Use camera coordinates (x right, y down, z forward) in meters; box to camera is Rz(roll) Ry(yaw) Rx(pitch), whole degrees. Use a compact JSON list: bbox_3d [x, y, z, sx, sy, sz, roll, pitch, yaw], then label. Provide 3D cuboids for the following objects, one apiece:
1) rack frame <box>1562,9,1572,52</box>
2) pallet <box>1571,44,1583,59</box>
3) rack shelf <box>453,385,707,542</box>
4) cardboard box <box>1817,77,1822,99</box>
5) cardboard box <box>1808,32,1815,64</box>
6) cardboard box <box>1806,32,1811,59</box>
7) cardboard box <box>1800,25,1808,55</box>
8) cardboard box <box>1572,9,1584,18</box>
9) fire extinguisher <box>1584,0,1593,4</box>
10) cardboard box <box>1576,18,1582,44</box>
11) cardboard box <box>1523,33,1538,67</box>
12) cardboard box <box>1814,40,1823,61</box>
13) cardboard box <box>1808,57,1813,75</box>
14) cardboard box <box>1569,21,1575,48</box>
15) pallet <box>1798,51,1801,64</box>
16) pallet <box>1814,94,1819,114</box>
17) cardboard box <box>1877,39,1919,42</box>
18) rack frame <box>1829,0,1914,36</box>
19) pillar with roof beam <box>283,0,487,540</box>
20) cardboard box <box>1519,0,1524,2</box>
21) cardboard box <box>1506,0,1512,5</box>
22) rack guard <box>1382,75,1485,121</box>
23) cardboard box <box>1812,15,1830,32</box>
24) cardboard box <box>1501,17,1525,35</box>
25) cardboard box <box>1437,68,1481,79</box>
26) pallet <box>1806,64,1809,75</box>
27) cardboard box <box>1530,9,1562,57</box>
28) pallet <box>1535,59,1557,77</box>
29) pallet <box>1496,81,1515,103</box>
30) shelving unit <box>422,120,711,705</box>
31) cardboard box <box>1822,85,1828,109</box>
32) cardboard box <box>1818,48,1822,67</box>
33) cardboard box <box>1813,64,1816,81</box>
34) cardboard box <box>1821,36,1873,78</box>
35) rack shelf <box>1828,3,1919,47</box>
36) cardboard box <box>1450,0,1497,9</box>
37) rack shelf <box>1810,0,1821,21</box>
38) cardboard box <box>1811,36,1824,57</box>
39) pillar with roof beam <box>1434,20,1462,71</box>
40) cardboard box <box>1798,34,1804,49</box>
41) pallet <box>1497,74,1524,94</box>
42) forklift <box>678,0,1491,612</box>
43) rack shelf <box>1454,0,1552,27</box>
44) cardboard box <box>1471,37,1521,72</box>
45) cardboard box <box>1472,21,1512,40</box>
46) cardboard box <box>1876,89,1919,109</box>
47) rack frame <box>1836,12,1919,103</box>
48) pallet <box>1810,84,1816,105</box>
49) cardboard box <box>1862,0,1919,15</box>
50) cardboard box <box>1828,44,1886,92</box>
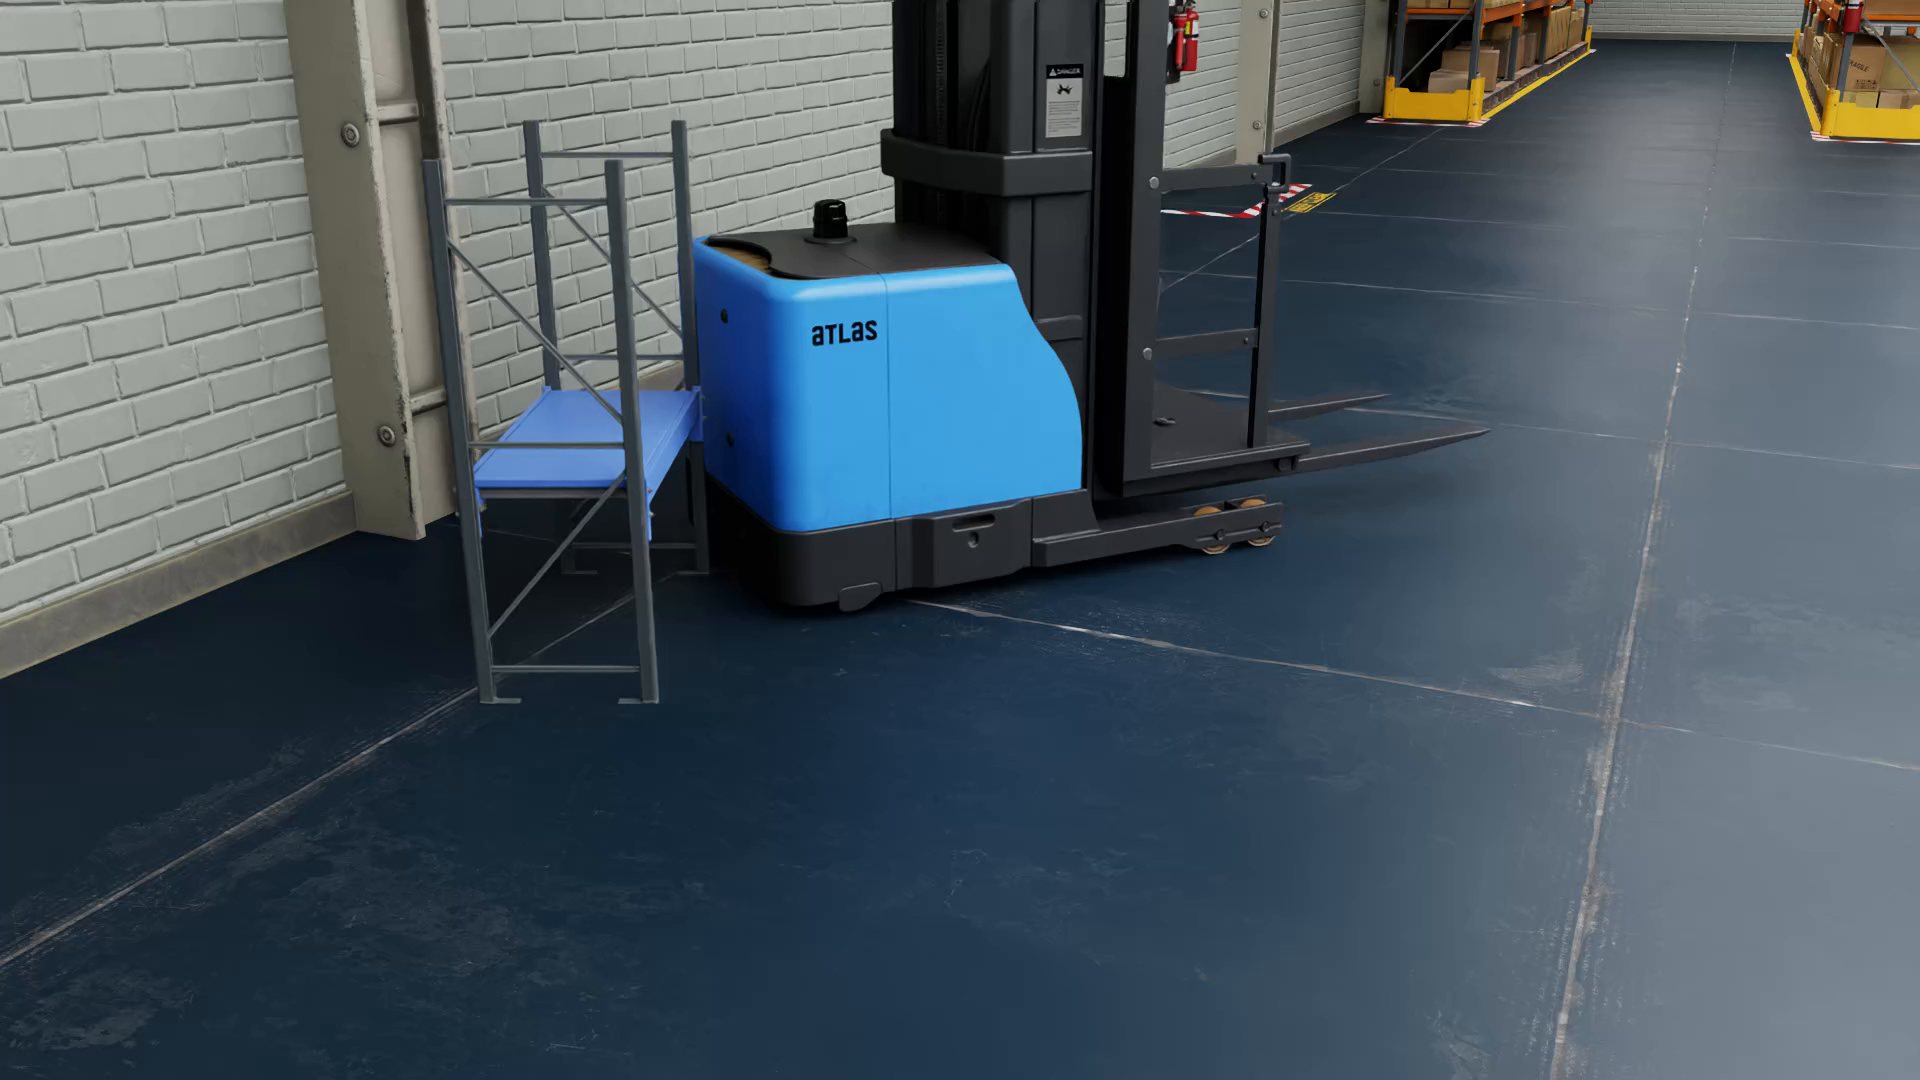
[{"bbox_3d":[10.777,-10.331,30.543,1.000,3.000,0.127,9,21,23],"label":"rack frame"},{"bbox_3d":[11.658,-9.614,32.686,1.003,0.211,1.213,9,21,23],"label":"pallet"},{"bbox_3d":[-1.098,-0.249,4.968,0.538,0.185,1.000,0,20,0],"label":"rack shelf"},{"bbox_3d":[11.137,-5.705,21.012,0.500,0.250,0.500,9,21,23],"label":"cardboard box"},{"bbox_3d":[14.041,-7.936,26.881,0.500,0.500,0.500,8,21,21],"label":"cardboard box"},{"bbox_3d":[14.670,-8.403,28.196,0.500,0.500,0.500,9,21,23],"label":"cardboard box"},{"bbox_3d":[15.273,-8.896,29.579,0.500,0.500,0.500,9,21,23],"label":"cardboard box"},{"bbox_3d":[12.230,-10.510,33.180,0.380,0.149,0.250,9,22,24],"label":"cardboard box"},{"bbox_3d":[12.898,-11.325,34.008,0.296,0.674,0.183,9,21,23],"label":"fire extinguisher"},{"bbox_3d":[12.015,-10.194,33.259,0.700,0.500,0.500,8,21,23],"label":"cardboard box"},{"bbox_3d":[8.892,-7.911,26.811,0.700,0.500,0.500,9,21,23],"label":"cardboard box"},{"bbox_3d":[12.550,-7.002,23.822,0.500,0.311,0.500,8,21,22],"label":"cardboard box"},{"bbox_3d":[12.973,-7.059,24.818,0.500,0.250,0.500,8,21,21],"label":"cardboard box"},{"bbox_3d":[11.386,-9.719,31.925,0.700,0.500,0.500,8,21,22],"label":"cardboard box"},{"bbox_3d":[16.079,-8.923,30.745,1.003,0.211,1.213,9,21,23],"label":"pallet"},{"bbox_3d":[11.658,-5.656,21.558,1.003,0.211,1.213,9,21,23],"label":"pallet"},{"bbox_3d":[11.424,-5.832,20.248,0.500,0.500,0.500,9,21,23],"label":"cardboard box"},{"bbox_3d":[12.022,-7.207,21.758,1.000,3.000,0.127,9,21,23],"label":"rack frame"},{"bbox_3d":[1.918,-3.729,3.025,9.100,9.000,0.400,9,21,23],"label":"pillar with roof beam"},{"bbox_3d":[7.584,-7.638,23.164,0.500,0.250,0.500,9,21,23],"label":"cardboard box"},{"bbox_3d":[6.976,-7.177,21.868,0.500,0.250,0.500,9,21,23],"label":"cardboard box"},{"bbox_3d":[5.895,-5.509,20.712,1.175,0.500,0.348,9,21,23],"label":"rack guard"},{"bbox_3d":[14.263,-8.462,27.242,0.500,0.250,0.500,8,21,22],"label":"cardboard box"},{"bbox_3d":[8.602,-8.099,26.219,0.500,0.250,0.500,9,21,24],"label":"cardboard box"},{"bbox_3d":[6.462,-5.977,21.655,0.500,0.311,0.500,11,22,27],"label":"cardboard box"},{"bbox_3d":[14.501,-7.711,27.336,1.003,0.211,1.213,9,21,23],"label":"pallet"},{"bbox_3d":[9.925,-8.767,28.727,0.750,0.750,0.750,8,21,22],"label":"cardboard box"},{"bbox_3d":[9.531,-8.026,28.221,1.003,0.211,1.213,9,21,23],"label":"pallet"},{"bbox_3d":[7.259,-6.362,23.543,1.003,0.211,1.213,9,21,23],"label":"pallet"},{"bbox_3d":[-1.098,-0.419,4.908,0.538,1.500,1.048,0,20,0],"label":"shelving unit"},{"bbox_3d":[10.528,-5.246,19.720,0.500,0.250,0.500,9,21,23],"label":"cardboard box"},{"bbox_3d":[11.927,-6.537,22.514,0.500,0.311,0.500,9,21,23],"label":"cardboard box"},{"bbox_3d":[12.345,-6.587,23.491,0.500,0.250,0.500,9,21,24],"label":"cardboard box"},{"bbox_3d":[11.137,-6.059,20.886,0.500,0.500,0.500,9,21,23],"label":"cardboard box"},{"bbox_3d":[11.203,-6.257,20.160,1.077,0.370,4.000,9,21,23],"label":"rack shelf"},{"bbox_3d":[6.353,-6.708,20.547,0.500,0.250,0.500,8,21,21],"label":"cardboard box"},{"bbox_3d":[14.479,-8.703,27.036,1.077,0.370,4.000,9,21,23],"label":"rack shelf"},{"bbox_3d":[13.178,-7.477,25.156,0.500,0.311,0.500,9,22,25],"label":"cardboard box"},{"bbox_3d":[11.745,-11.066,23.655,9.100,9.000,0.400,9,21,23],"label":"pillar with roof beam"},{"bbox_3d":[16.045,-9.354,31.243,0.500,0.250,0.500,9,21,23],"label":"cardboard box"},{"bbox_3d":[7.819,-6.810,24.803,1.003,0.211,1.213,9,21,23],"label":"pallet"},{"bbox_3d":[0.580,-1.477,5.749,3.031,2.935,1.130,-9,22,-25],"label":"forklift"},{"bbox_3d":[8.320,-8.158,25.506,1.077,0.370,4.000,9,21,23],"label":"rack shelf"},{"bbox_3d":[8.199,-7.458,25.537,0.700,0.500,0.500,9,21,23],"label":"cardboard box"},{"bbox_3d":[7.965,-7.631,24.905,0.500,0.250,0.500,8,21,22],"label":"cardboard box"},{"bbox_3d":[10.807,-5.020,19.086,0.500,0.250,0.500,9,21,23],"label":"cardboard box"},{"bbox_3d":[10.384,-5.985,18.320,1.000,3.000,0.127,9,21,23],"label":"rack frame"},{"bbox_3d":[12.288,-6.124,22.874,1.003,0.211,1.213,9,21,23],"label":"pallet"},{"bbox_3d":[10.587,-6.173,18.700,0.700,0.500,0.500,9,21,23],"label":"cardboard box"},{"bbox_3d":[10.332,-5.445,19.161,0.500,0.500,0.500,9,21,23],"label":"cardboard box"}]
